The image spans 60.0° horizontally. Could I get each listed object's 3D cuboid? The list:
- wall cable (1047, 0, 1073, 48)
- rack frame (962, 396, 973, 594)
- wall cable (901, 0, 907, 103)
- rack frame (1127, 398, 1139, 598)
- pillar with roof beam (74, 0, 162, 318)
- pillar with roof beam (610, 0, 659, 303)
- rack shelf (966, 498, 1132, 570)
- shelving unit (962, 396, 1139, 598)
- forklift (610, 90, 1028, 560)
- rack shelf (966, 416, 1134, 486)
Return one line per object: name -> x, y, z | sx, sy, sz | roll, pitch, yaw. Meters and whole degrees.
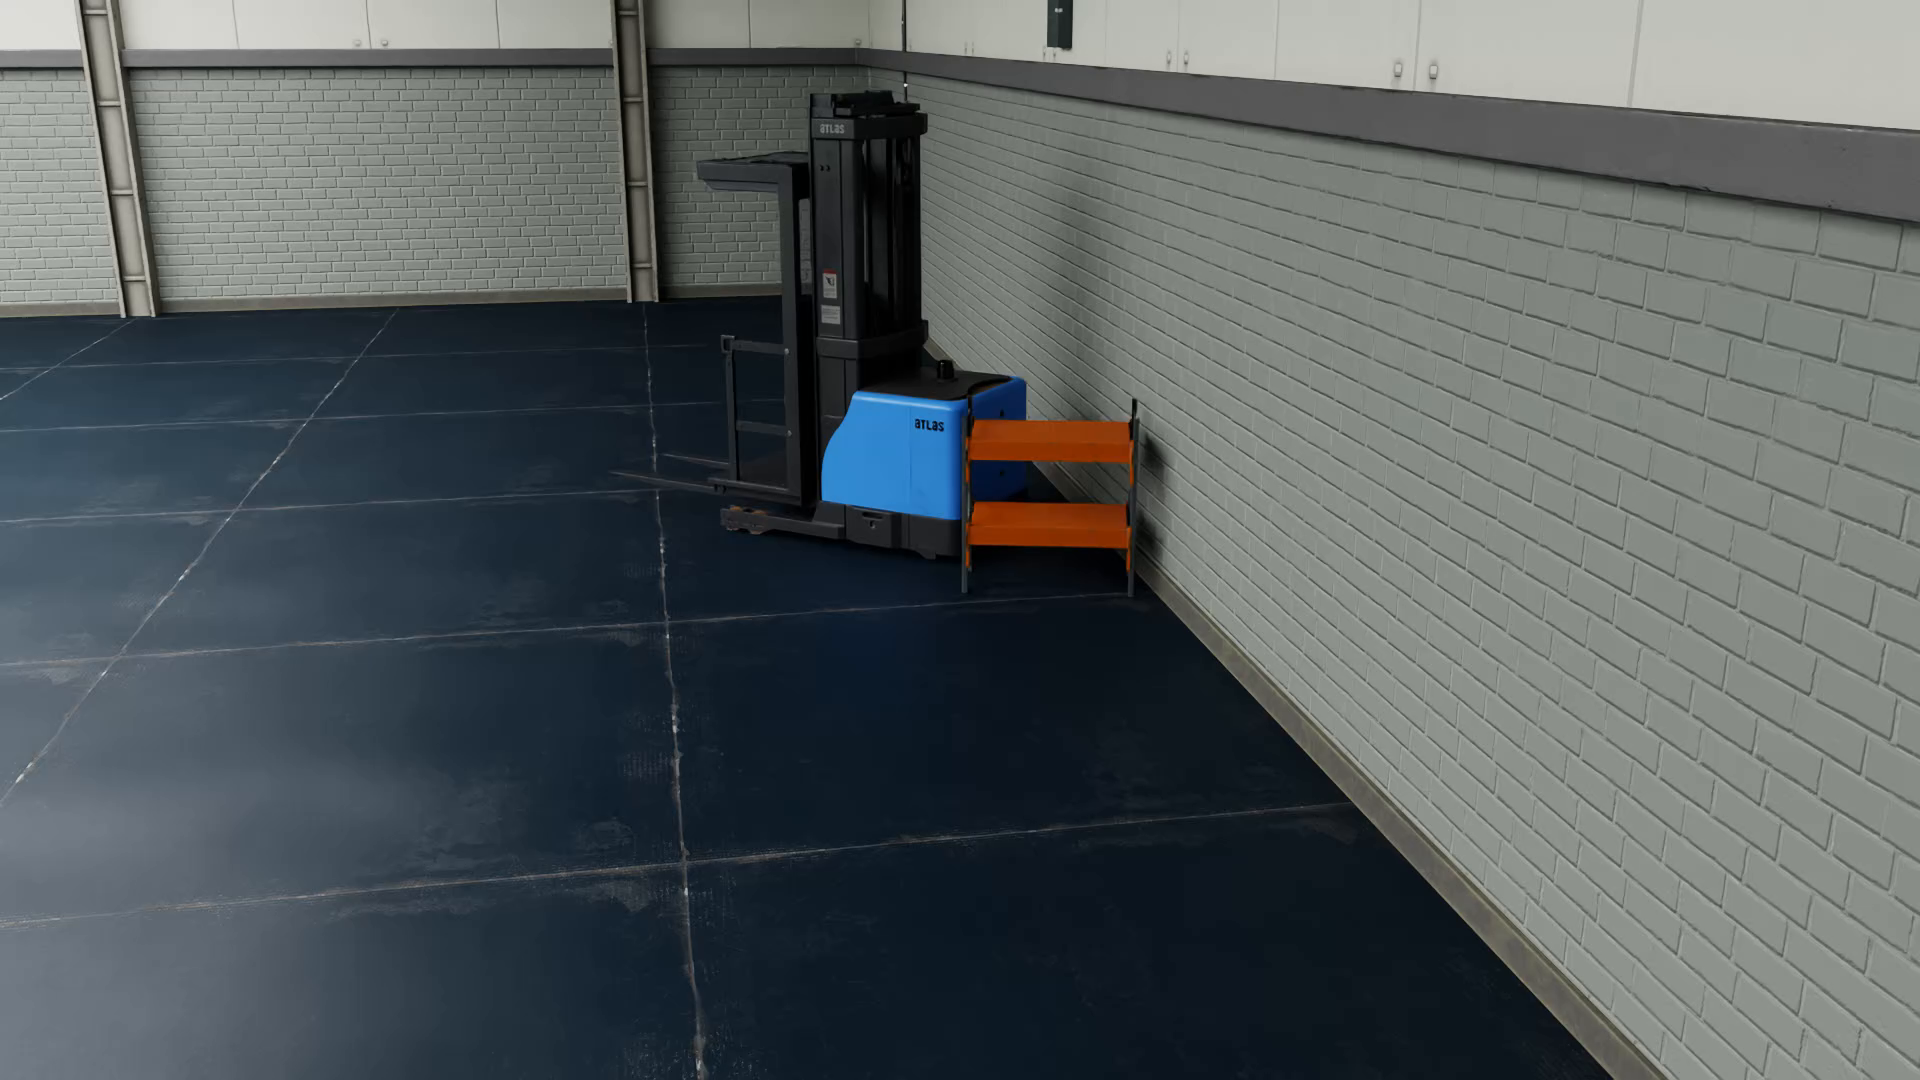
wall cable -> 0.871, -6.043, 9.867 | 0.169, 6.003, 2.305 | -3, 17, -10
rack frame -> 0.047, -0.284, 10.287 | 0.032, 1.125, 0.500 | 1, 19, 4
wall cable -> -0.914, -5.671, 19.736 | 0.112, 2.526, 3.097 | -3, 17, -10
rack frame -> 1.061, -0.261, 10.212 | 0.032, 1.125, 0.500 | 1, 19, 4
pillar with roof beam -> -9.132, -5.797, 14.858 | 0.400, 9.000, 9.100 | -3, 17, -10
pillar with roof beam -> -3.241, -6.131, 15.946 | 0.400, 9.000, 9.100 | -3, 17, -10
rack shelf -> 0.554, -0.041, 10.329 | 1.000, 0.278, 0.538 | 1, 19, 4
shelving unit -> 0.554, -0.272, 10.250 | 1.048, 1.125, 0.538 | 1, 19, 4
forklift -> -1.078, -1.562, 11.405 | 3.031, 2.935, 1.130 | 9, 19, 27
rack shelf -> 0.553, -0.549, 10.155 | 1.000, 0.278, 0.538 | 1, 19, 4
